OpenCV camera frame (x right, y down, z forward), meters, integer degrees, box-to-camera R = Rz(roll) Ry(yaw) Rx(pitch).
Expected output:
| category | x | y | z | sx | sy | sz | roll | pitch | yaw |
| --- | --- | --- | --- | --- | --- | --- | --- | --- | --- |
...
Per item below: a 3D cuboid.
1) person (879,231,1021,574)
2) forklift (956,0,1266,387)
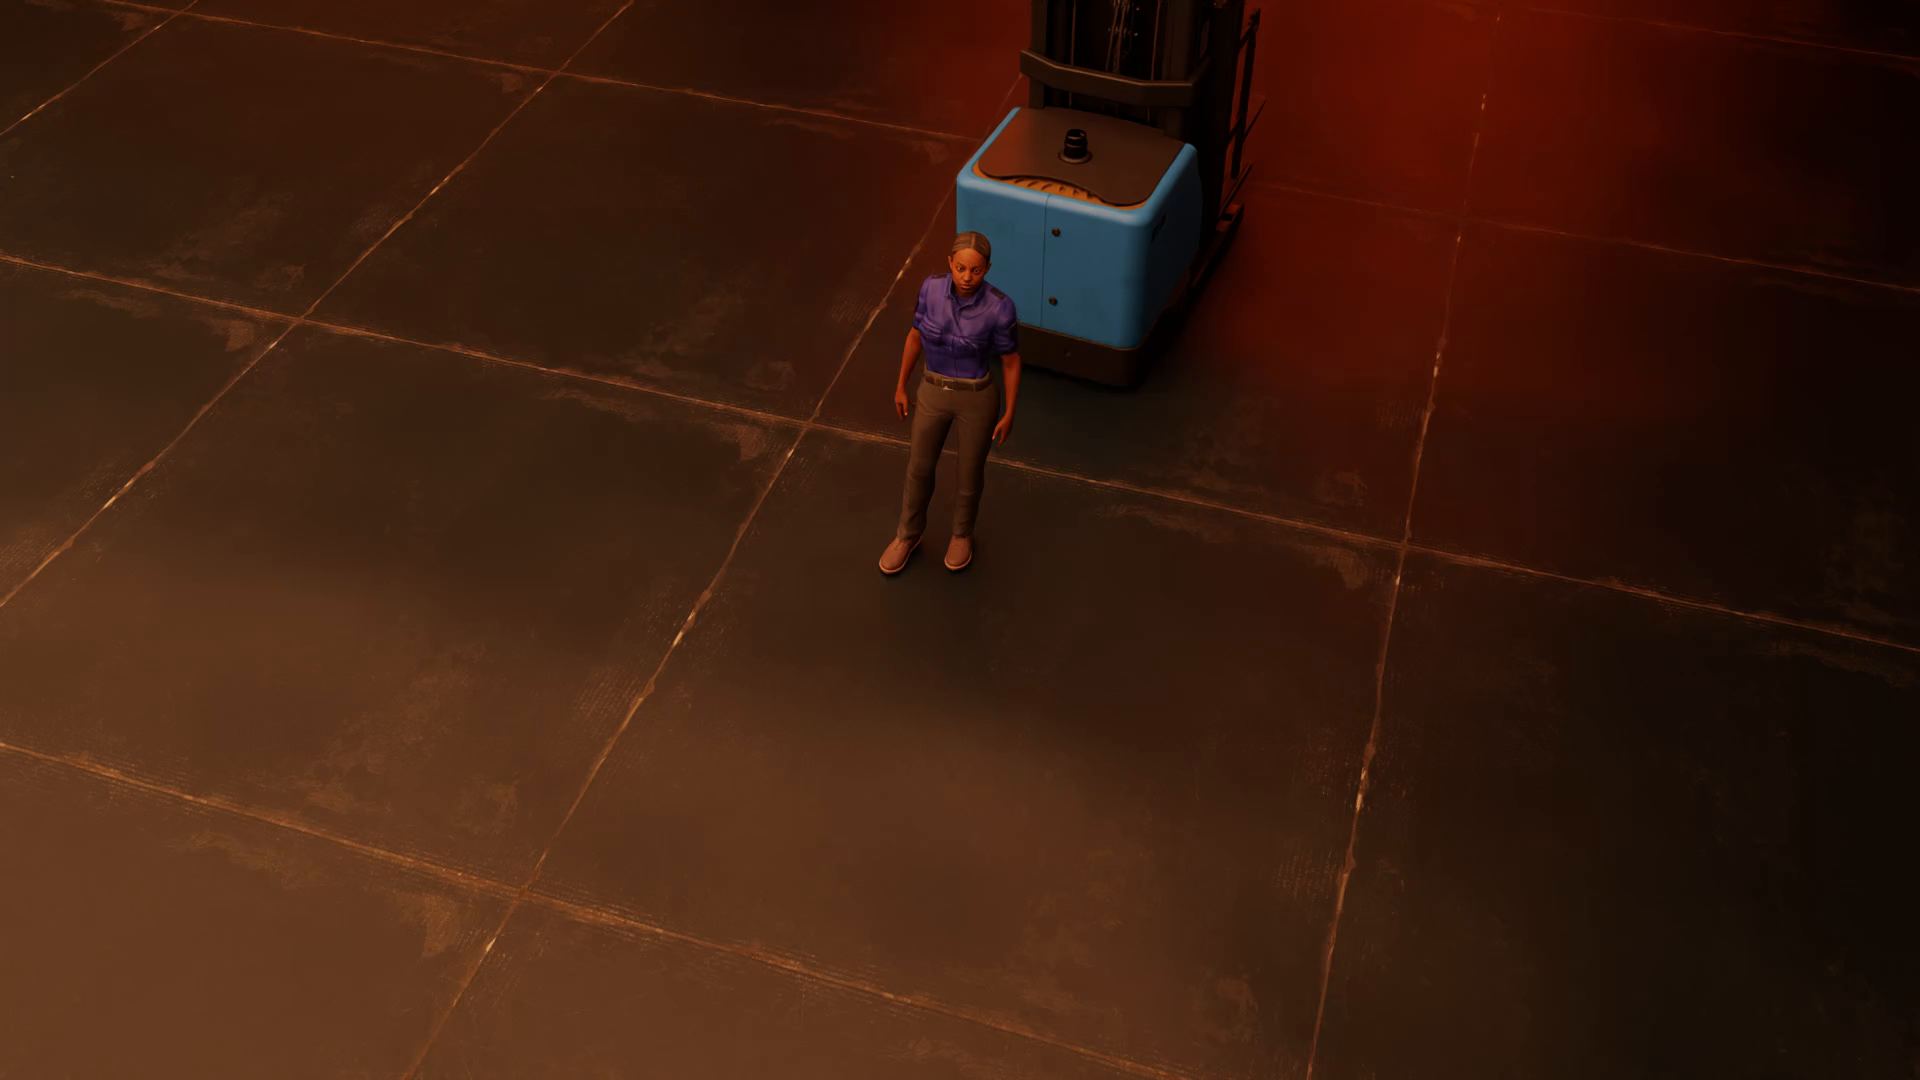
| category | x | y | z | sx | sy | sz | roll | pitch | yaw |
| --- | --- | --- | --- | --- | --- | --- | --- | --- | --- |
| person | -0.046 | -0.558 | 7.216 | 0.569 | 1.654 | 0.504 | 12 | 44 | 13 |
| forklift | 1.021 | -2.872 | 8.776 | 1.130 | 2.935 | 3.031 | 17 | 45 | 17 |
